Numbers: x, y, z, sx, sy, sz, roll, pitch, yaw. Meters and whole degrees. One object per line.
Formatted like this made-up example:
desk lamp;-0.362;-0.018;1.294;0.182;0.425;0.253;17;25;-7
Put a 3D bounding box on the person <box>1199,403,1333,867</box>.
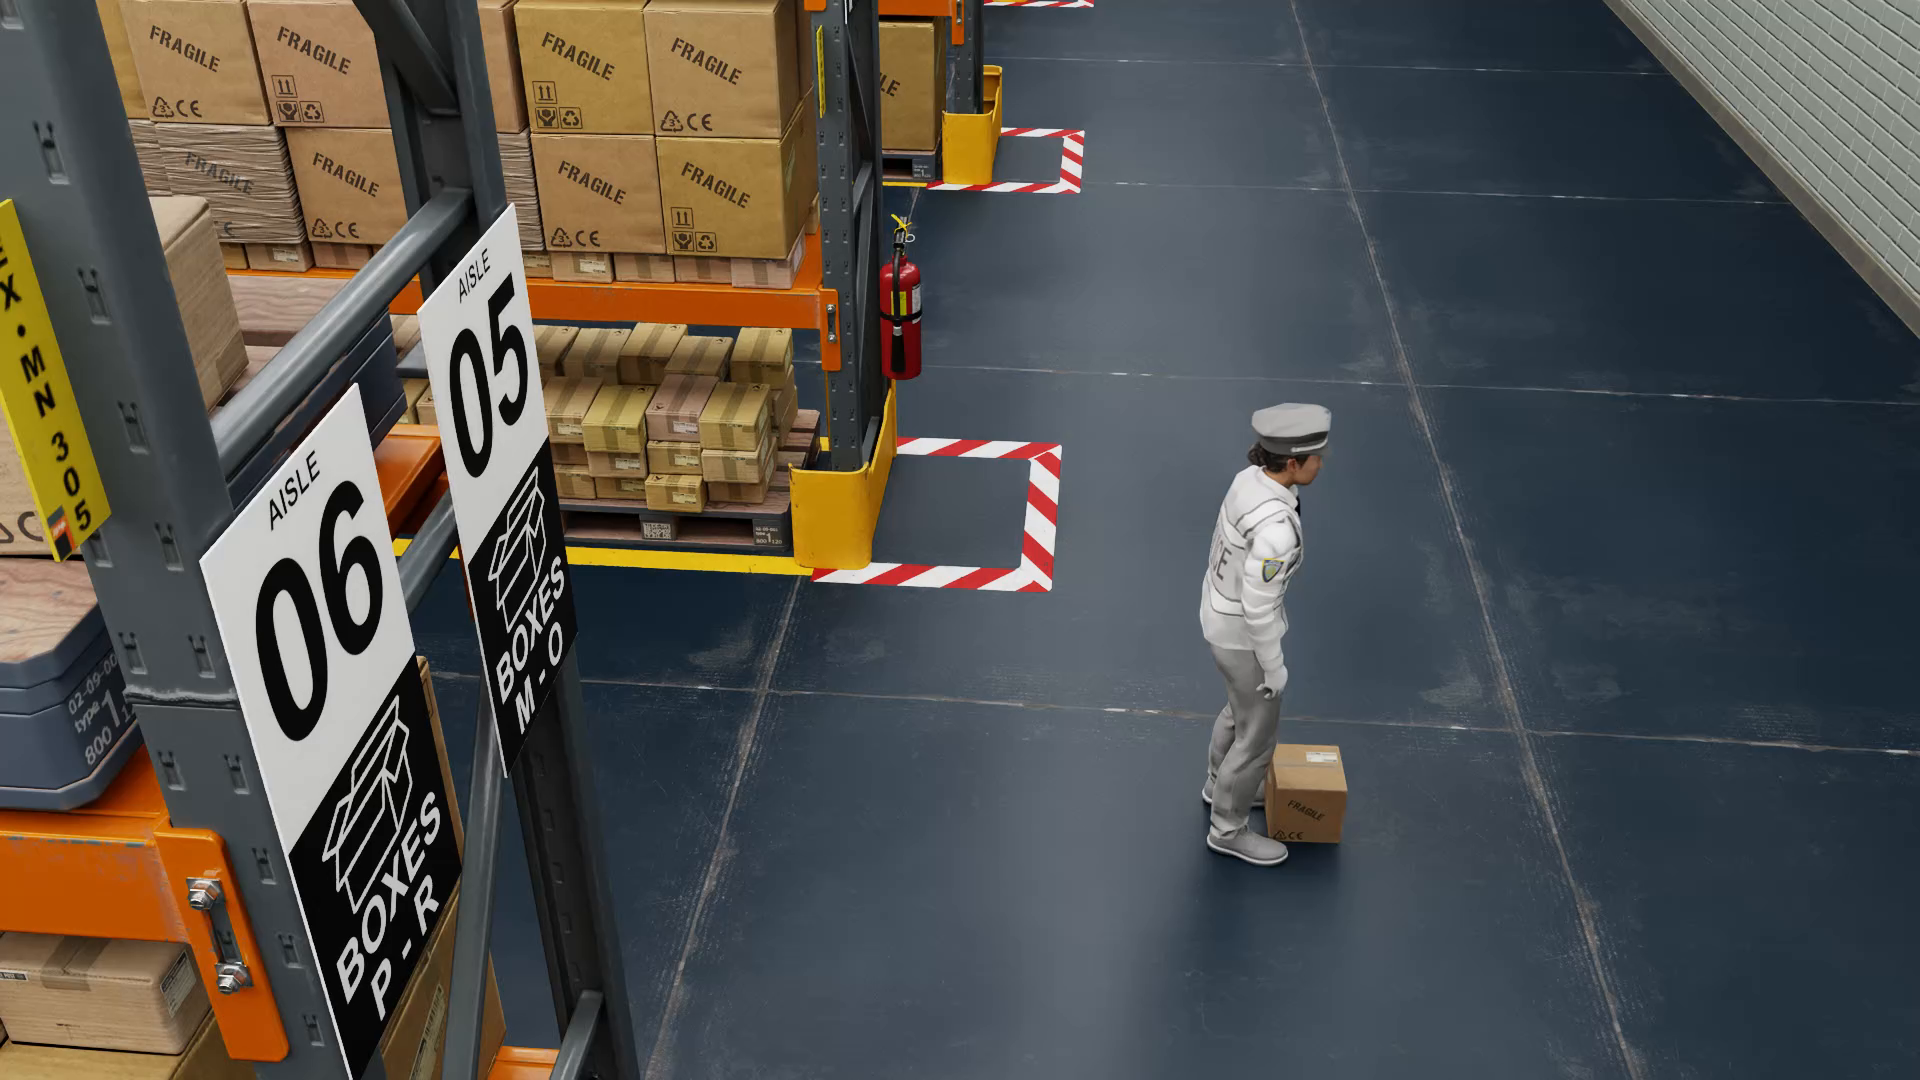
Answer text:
person;0.998;0.311;5.638;0.367;1.663;0.516;1;32;2
